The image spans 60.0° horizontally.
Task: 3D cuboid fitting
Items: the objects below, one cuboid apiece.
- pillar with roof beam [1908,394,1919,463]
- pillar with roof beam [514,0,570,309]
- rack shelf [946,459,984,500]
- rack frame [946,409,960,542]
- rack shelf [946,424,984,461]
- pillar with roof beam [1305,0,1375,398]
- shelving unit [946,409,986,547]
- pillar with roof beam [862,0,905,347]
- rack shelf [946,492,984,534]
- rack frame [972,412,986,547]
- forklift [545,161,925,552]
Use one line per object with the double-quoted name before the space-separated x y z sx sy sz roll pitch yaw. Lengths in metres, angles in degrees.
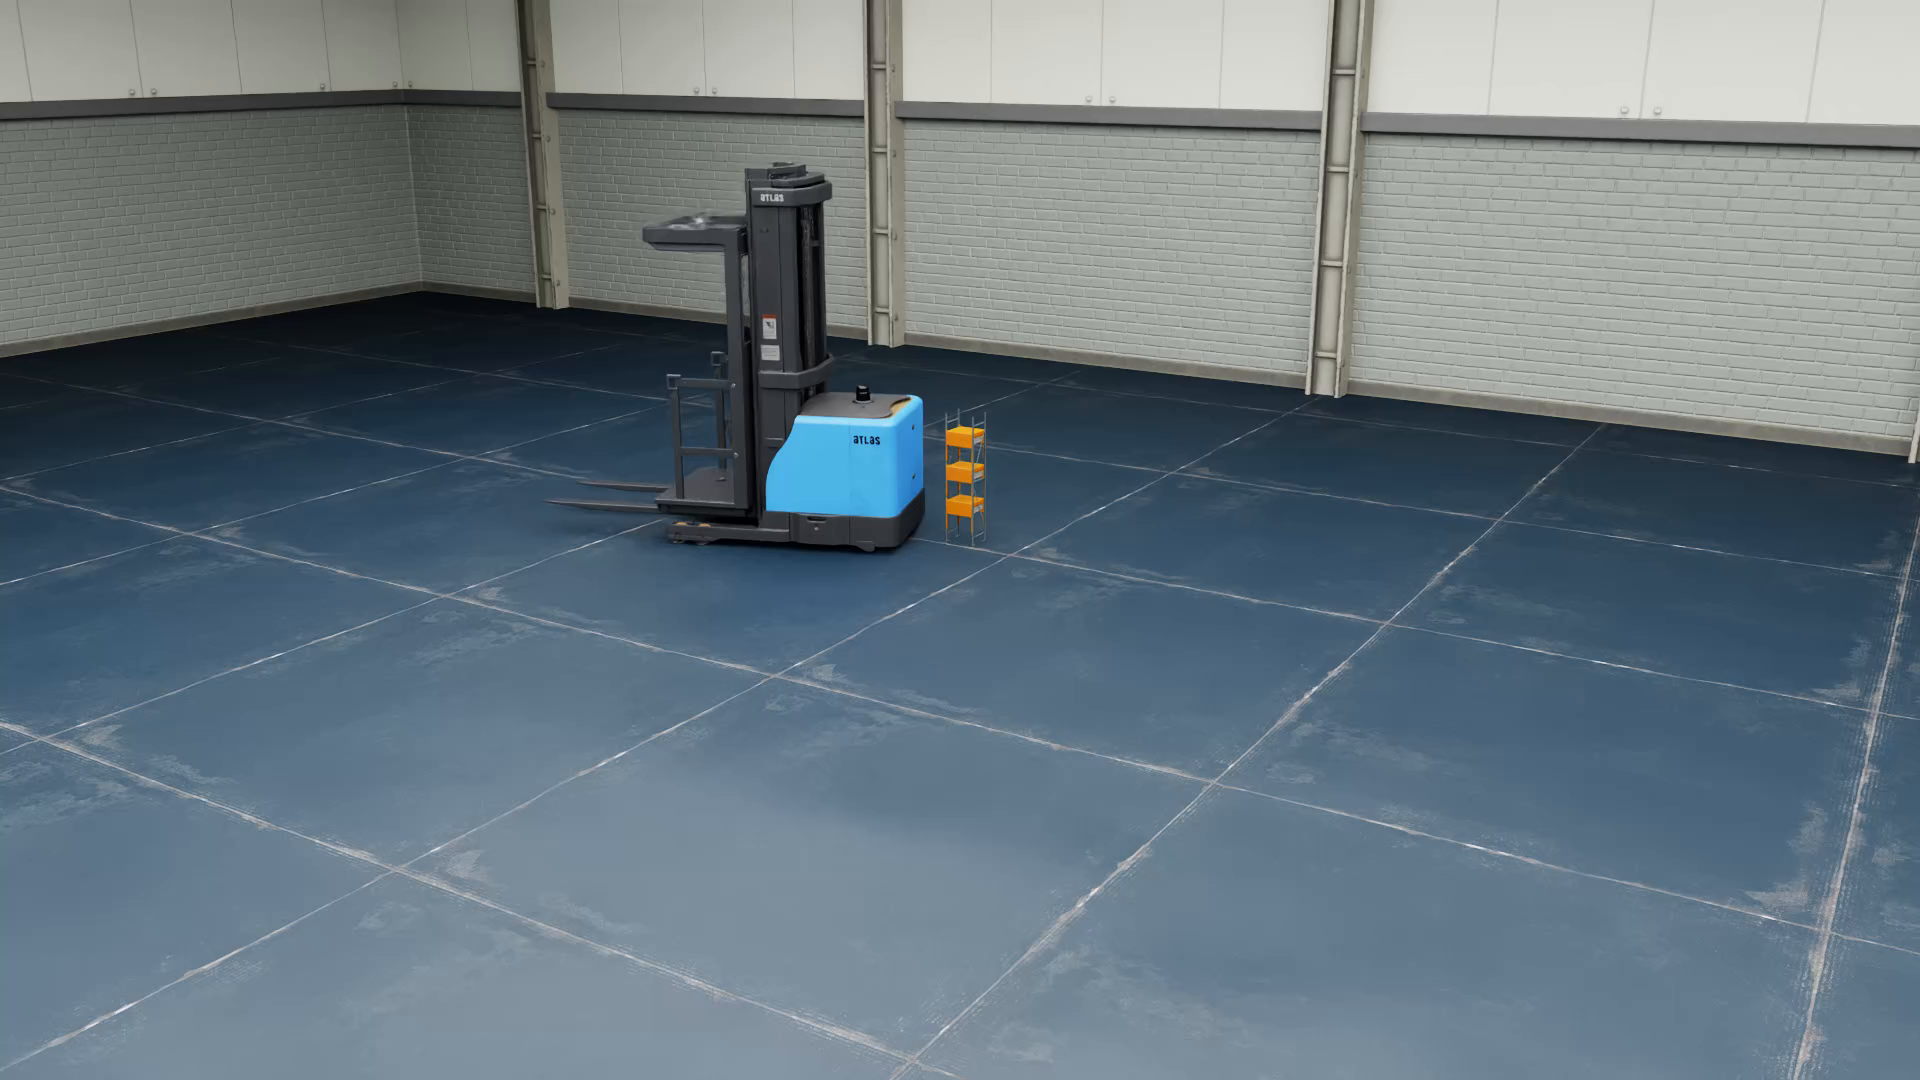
"pillar with roof beam" 7.011 -3.986 11.019 0.400 9.000 9.100 10 20 30
"pillar with roof beam" -8.327 -6.724 20.033 0.400 9.000 9.100 10 20 30
"rack shelf" 0.046 -0.484 13.205 0.240 0.259 0.215 10 20 30
"rack frame" -0.058 -0.513 13.263 0.008 1.050 0.200 10 20 30
"rack shelf" 0.046 -0.756 13.122 0.240 0.259 0.215 10 20 30
"pillar with roof beam" 1.898 -4.898 14.024 0.400 9.000 9.100 10 20 30
"shelving unit" 0.046 -0.494 13.202 0.252 1.050 0.215 10 20 30
"pillar with roof beam" -3.215 -5.811 17.028 0.400 9.000 9.100 10 20 30
"rack shelf" 0.046 -0.218 13.286 0.240 0.259 0.215 10 20 30
"rack frame" 0.150 -0.476 13.141 0.008 1.050 0.200 10 20 30
"forklift" -1.861 -1.510 13.310 3.031 2.935 1.130 4 17 11
